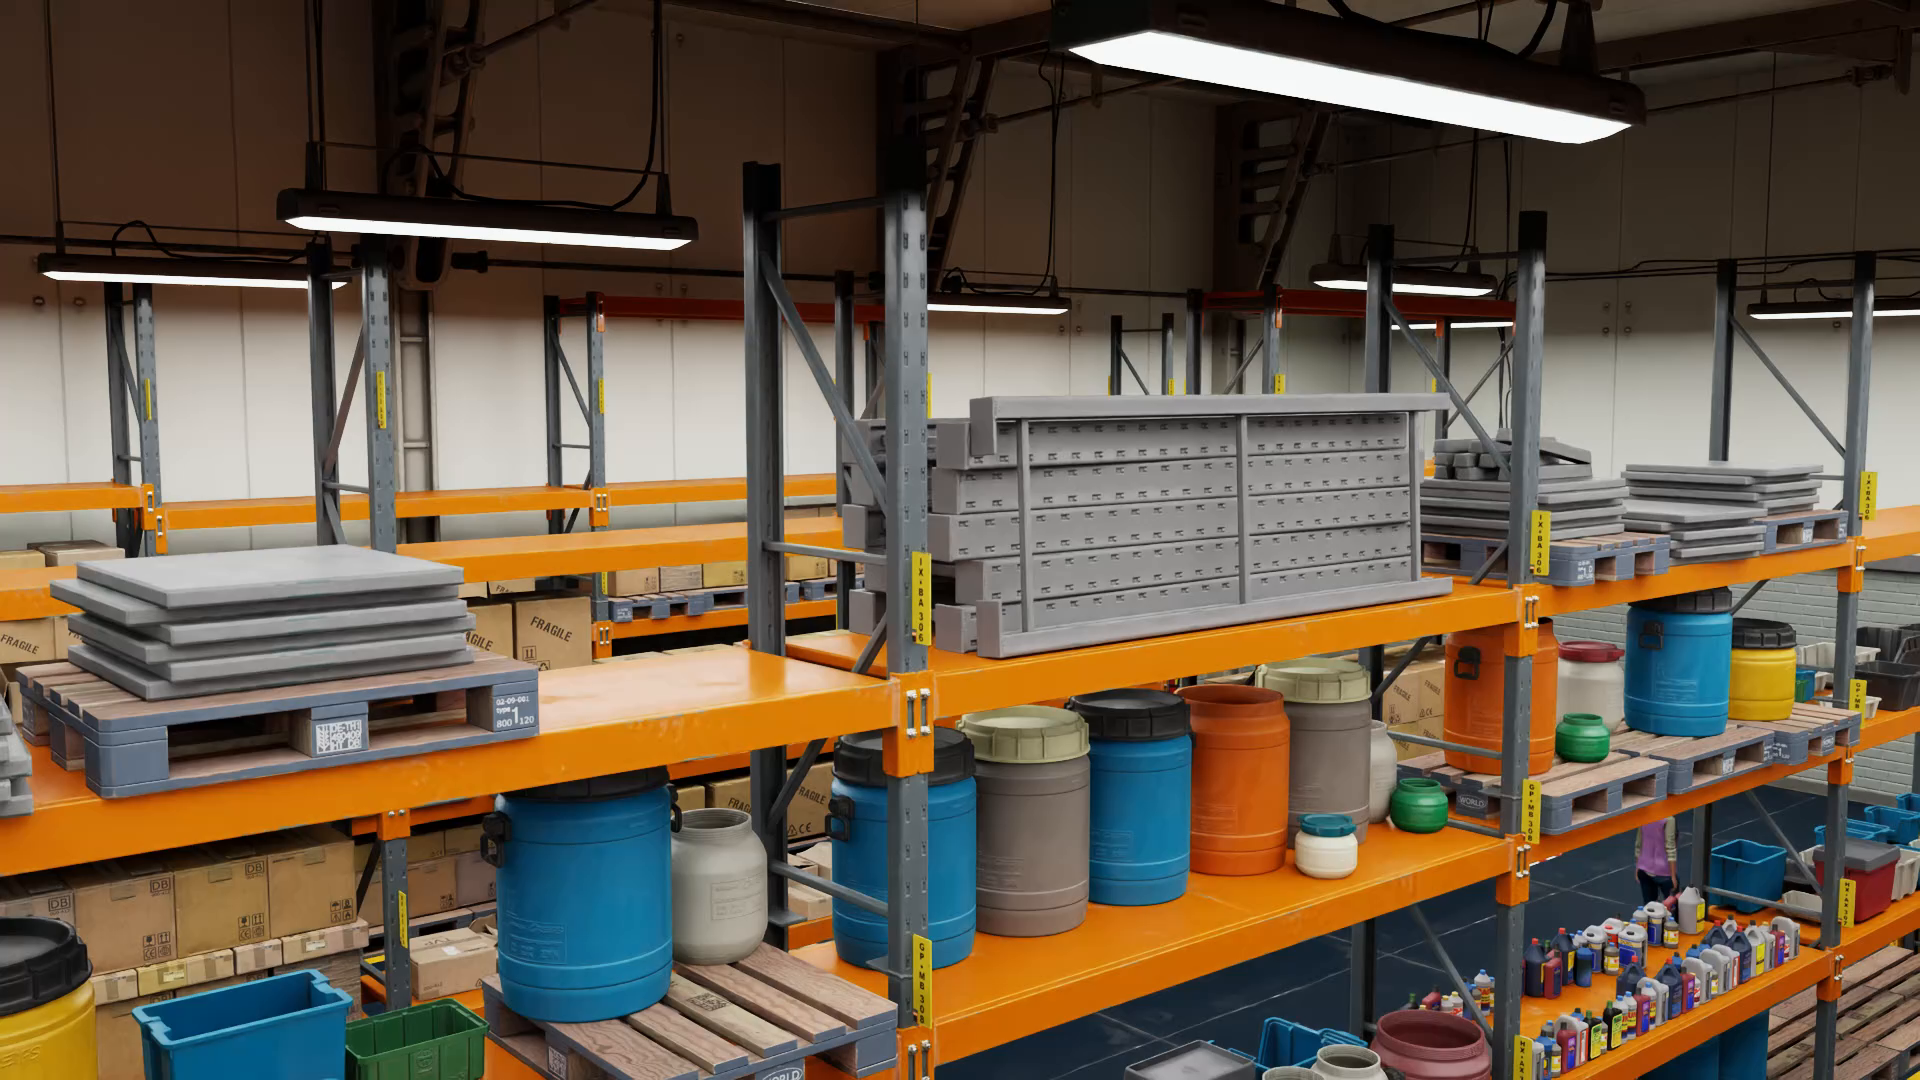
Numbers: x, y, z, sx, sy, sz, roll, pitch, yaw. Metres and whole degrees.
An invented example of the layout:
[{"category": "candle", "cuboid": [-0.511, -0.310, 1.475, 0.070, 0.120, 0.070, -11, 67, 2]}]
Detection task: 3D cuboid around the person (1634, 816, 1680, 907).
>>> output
[{"category": "person", "cuboid": [6.151, 2.958, 14.743, 0.460, 1.595, 0.459, -3, 6, -29]}]
